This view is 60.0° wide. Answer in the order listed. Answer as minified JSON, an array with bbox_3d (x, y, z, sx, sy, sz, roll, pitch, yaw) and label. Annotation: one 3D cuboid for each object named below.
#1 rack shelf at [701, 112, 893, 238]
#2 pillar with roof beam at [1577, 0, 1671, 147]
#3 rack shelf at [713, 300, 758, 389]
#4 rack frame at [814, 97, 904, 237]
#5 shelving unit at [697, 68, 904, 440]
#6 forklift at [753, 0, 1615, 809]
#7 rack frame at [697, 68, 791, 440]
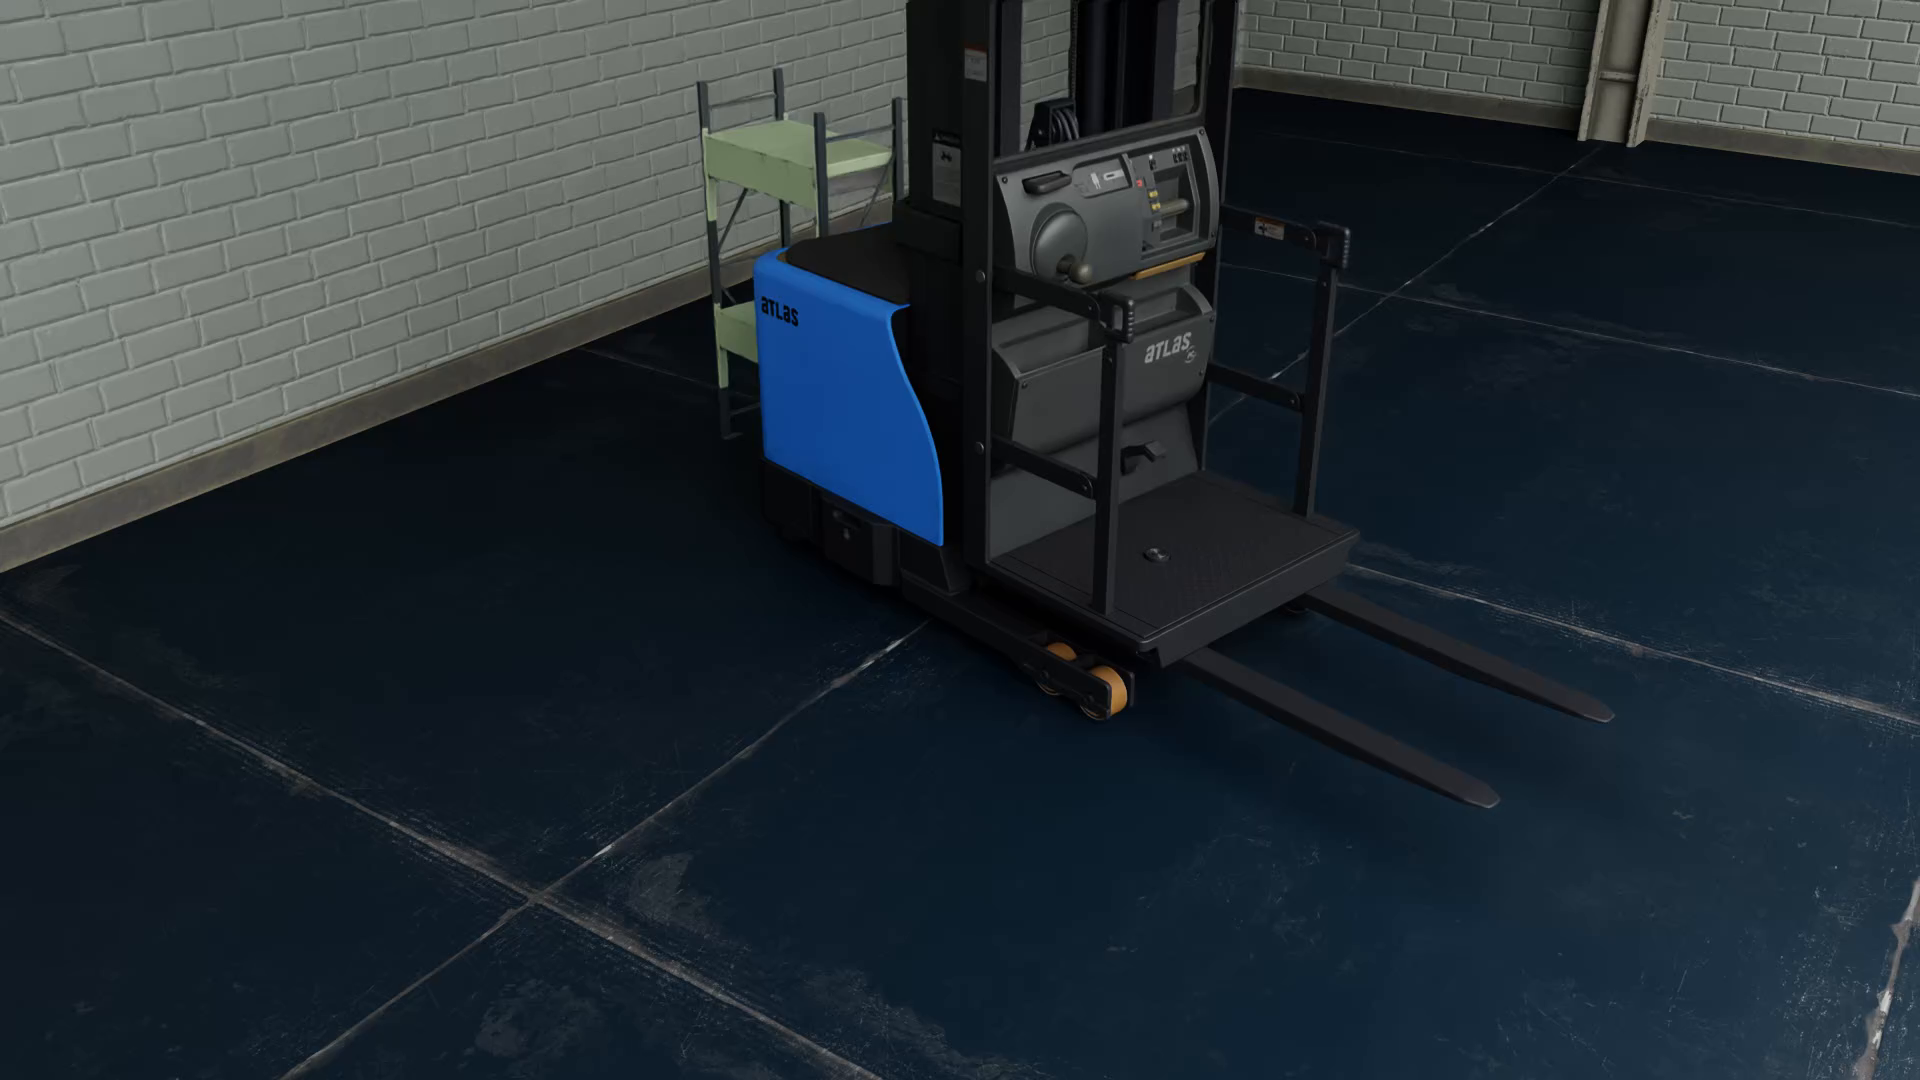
[{"bbox_3d":[-0.616,-1.385,6.457,0.431,0.370,0.720,-23,35,-37],"label":"rack shelf"},{"bbox_3d":[2.209,-5.261,6.666,0.400,9.000,9.100,17,32,30],"label":"pillar with roof beam"},{"bbox_3d":[-0.616,-0.746,6.782,0.431,0.370,0.720,-23,35,-37],"label":"rack shelf"},{"bbox_3d":[-0.369,-0.914,6.393,0.400,1.500,0.023,-23,35,-37],"label":"rack frame"},{"bbox_3d":[-0.616,-1.037,6.634,0.431,1.500,0.755,-23,35,-37],"label":"shelving unit"},{"bbox_3d":[0.616,-1.010,5.004,1.130,2.935,3.031,-23,35,-37],"label":"forklift"},{"bbox_3d":[-0.863,-1.159,6.874,0.400,1.500,0.023,-23,35,-37],"label":"rack frame"}]
